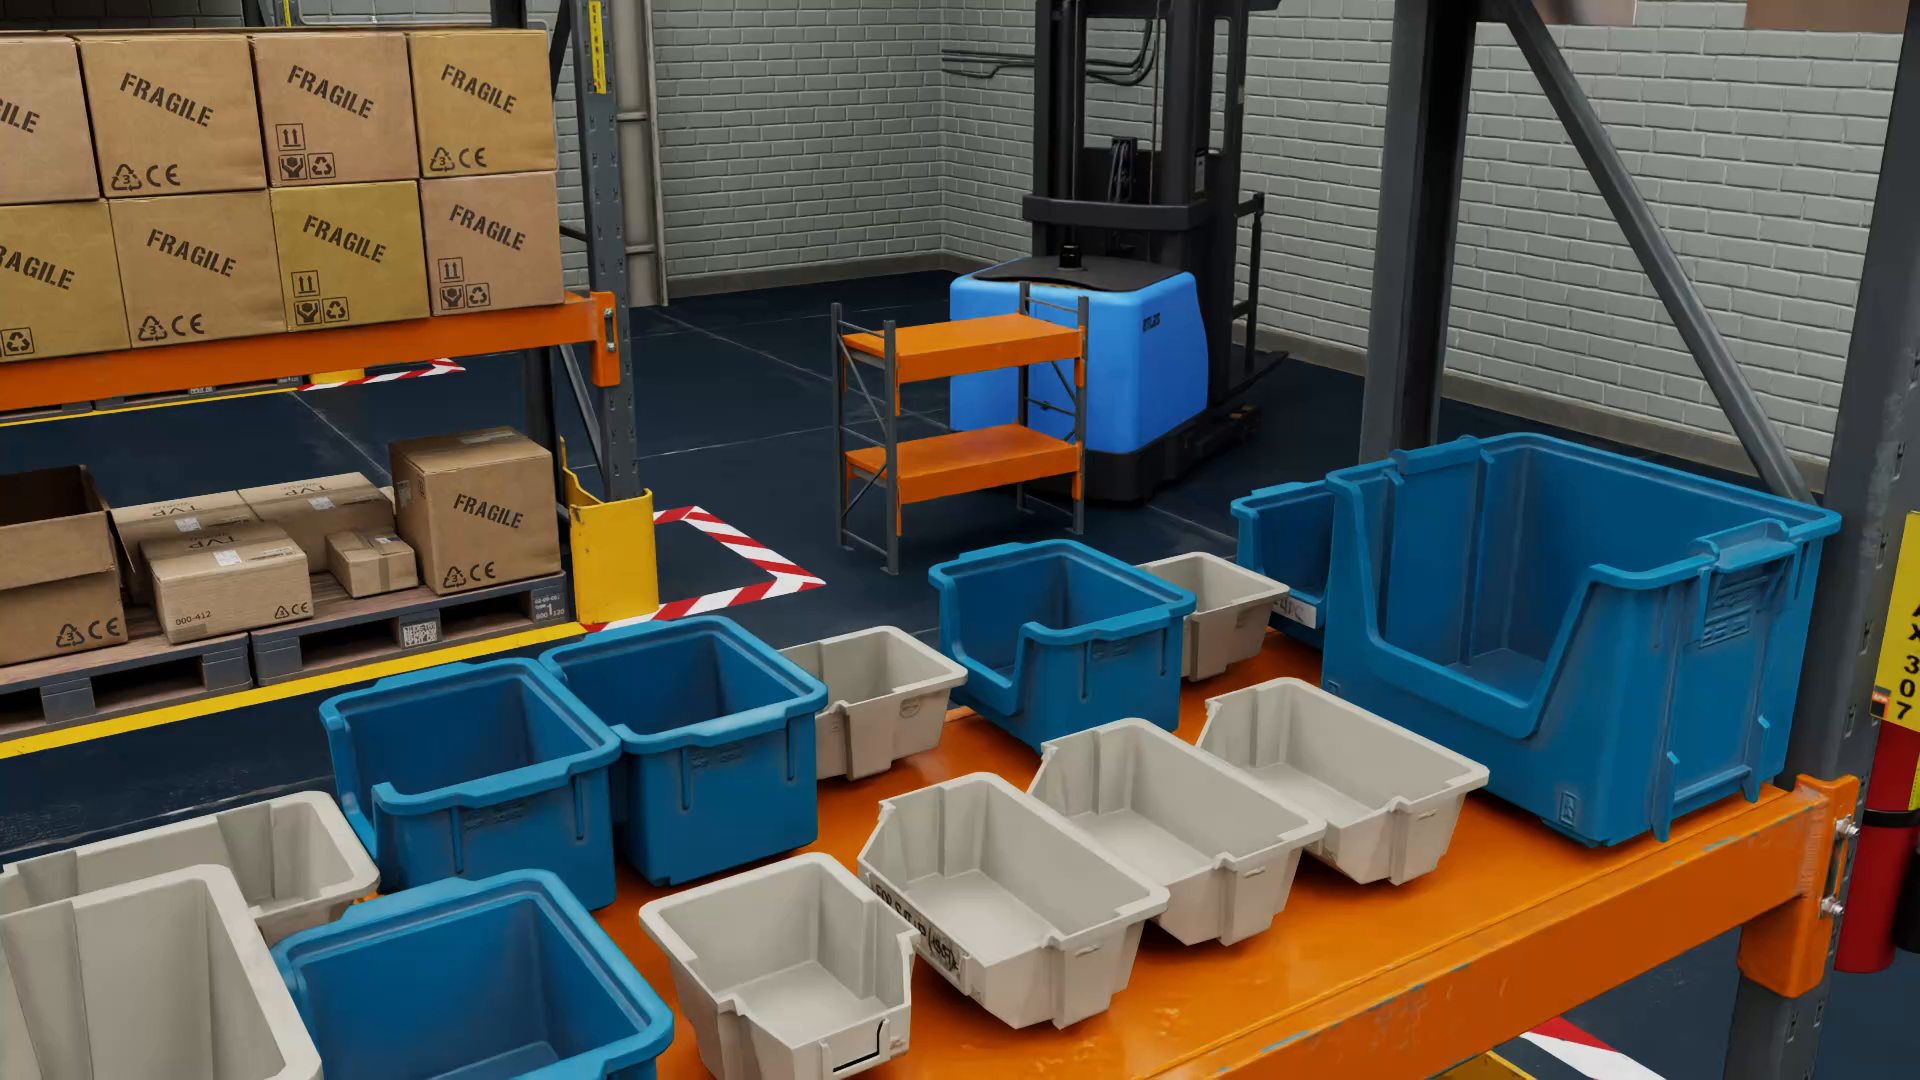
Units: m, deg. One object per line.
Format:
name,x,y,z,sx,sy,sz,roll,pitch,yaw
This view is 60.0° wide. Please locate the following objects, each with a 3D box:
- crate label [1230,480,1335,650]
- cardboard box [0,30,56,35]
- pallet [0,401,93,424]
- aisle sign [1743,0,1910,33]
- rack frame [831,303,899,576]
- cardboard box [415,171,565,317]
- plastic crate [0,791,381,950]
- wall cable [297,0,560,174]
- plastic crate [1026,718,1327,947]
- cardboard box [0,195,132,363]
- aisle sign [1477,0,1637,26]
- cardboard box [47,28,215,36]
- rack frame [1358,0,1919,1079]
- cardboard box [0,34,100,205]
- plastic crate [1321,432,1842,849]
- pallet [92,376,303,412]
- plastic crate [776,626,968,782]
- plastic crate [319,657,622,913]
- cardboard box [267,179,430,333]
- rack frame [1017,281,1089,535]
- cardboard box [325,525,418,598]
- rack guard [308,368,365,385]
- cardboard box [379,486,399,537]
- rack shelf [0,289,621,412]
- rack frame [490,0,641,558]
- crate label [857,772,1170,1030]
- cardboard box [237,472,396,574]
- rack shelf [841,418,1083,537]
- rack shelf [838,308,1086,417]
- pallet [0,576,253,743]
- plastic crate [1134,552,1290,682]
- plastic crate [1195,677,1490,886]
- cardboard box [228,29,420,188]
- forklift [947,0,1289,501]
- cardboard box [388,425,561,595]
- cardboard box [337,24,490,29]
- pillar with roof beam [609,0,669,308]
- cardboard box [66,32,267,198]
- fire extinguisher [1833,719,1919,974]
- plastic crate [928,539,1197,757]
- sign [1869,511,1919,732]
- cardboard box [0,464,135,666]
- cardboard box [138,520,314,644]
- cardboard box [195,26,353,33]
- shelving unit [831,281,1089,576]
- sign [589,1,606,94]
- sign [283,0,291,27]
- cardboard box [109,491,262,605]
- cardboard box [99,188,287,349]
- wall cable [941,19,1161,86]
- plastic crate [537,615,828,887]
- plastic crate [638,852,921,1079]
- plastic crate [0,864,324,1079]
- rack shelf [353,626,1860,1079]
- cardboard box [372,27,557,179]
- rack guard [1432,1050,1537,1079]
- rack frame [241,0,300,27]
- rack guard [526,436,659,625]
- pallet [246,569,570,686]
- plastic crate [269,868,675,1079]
crate label,0.709,0.063,3.042,0.303,0.233,0.416,-12,22,-31
cardboard box,-3.417,-1.511,5.814,0.500,0.500,0.500,-12,22,-32
pallet,-5.995,-0.897,10.067,1.213,0.211,1.003,-12,22,-31
aisle sign,1.317,-1.109,2.282,0.004,0.787,0.394,-12,22,-31
rack frame,-0.419,-0.445,7.303,0.032,1.125,0.500,-12,22,-31
cardboard box,-1.849,-1.164,6.349,0.500,0.500,0.500,-11,22,-30
plastic crate,-0.956,0.471,1.986,0.466,0.136,0.293,-12,22,-31
wall cable,-3.803,-3.553,11.984,1.851,1.984,0.084,-12,22,-31
plastic crate,0.265,0.393,2.218,0.243,0.136,0.396,-12,22,-31
cardboard box,-3.121,-0.897,5.558,0.500,0.500,0.500,-12,22,-32
aisle sign,0.993,-1.267,2.749,0.004,0.787,0.394,-12,22,-31
cardboard box,-2.994,-1.601,6.080,0.500,0.500,0.500,-12,22,-31
rack frame,1.098,0.058,2.890,0.053,2.616,0.949,-12,22,-31
cardboard box,-3.126,-1.365,5.383,0.500,0.500,0.500,-11,22,-30
plastic crate,0.919,0.121,2.555,0.499,0.435,0.616,-12,22,-31
pallet,-4.977,-1.110,10.699,1.213,0.211,1.003,-12,22,-31
plastic crate,-0.171,0.263,2.602,0.298,0.136,0.250,-12,22,-31
plastic crate,-0.641,0.348,2.199,0.300,0.233,0.416,-12,22,-31
cardboard box,-2.281,-1.072,6.076,0.500,0.500,0.500,-12,22,-31
rack frame,0.430,-0.624,7.833,0.032,1.125,0.500,-12,22,-31
cardboard box,-2.331,0.074,6.579,0.250,0.166,0.380,-12,22,-31
rack guard,-4.332,-1.413,11.144,0.348,0.500,1.175,-12,22,-31
cardboard box,-2.373,-0.109,7.120,0.250,0.166,0.380,-12,22,-31
rack shelf,-3.295,-0.576,5.887,4.000,0.370,1.077,-12,22,-31
rack frame,-1.625,-1.269,6.814,0.127,3.000,1.000,-12,22,-31
crate label,0.045,0.448,2.053,0.243,0.136,0.396,-12,22,-31
cardboard box,-2.653,-0.066,6.864,0.500,0.250,0.500,-12,22,-31
rack shelf,0.006,-0.302,7.646,1.000,0.278,0.538,-12,22,-31
rack shelf,0.006,-0.811,7.474,1.000,0.278,0.538,-12,22,-31
pallet,-3.372,0.420,6.173,1.213,0.211,1.003,-12,22,-31
plastic crate,0.395,0.143,2.955,0.298,0.136,0.250,-12,22,-31
plastic crate,0.515,0.346,2.357,0.243,0.136,0.396,-12,22,-31
cardboard box,-2.267,-1.548,5.924,0.500,0.500,0.500,-11,22,-30
forklift,1.080,-2.001,9.087,1.130,2.935,3.031,10,21,27
cardboard box,-1.944,-0.131,6.665,0.500,0.500,0.500,-12,22,-31
cardboard box,-2.141,-1.782,6.615,0.500,0.500,0.500,-11,22,-30
pillar with roof beam,-0.206,-4.990,8.455,0.400,9.000,9.100,-12,22,-31
cardboard box,-2.697,-1.456,5.650,0.500,0.500,0.500,-11,22,-30
fire extinguisher,1.472,0.365,2.684,0.183,0.674,0.296,-12,22,-31
plastic crate,0.159,0.179,2.699,0.300,0.233,0.416,-12,22,-31
sign,1.412,0.124,2.440,0.005,0.325,0.100,-12,22,-31
cardboard box,-3.399,0.078,6.042,0.637,0.503,0.797,-12,22,-31
cardboard box,-2.754,0.147,6.234,0.500,0.250,0.500,-12,22,-31
cardboard box,-2.573,-1.688,6.337,0.500,0.500,0.500,-12,22,-31
shelving unit,0.006,-0.534,7.568,1.048,1.125,0.538,-12,22,-31
sign,-1.337,-1.815,6.128,0.005,0.325,0.100,-12,22,-31
sign,-4.066,-3.106,10.071,0.005,0.325,0.100,-12,22,-31
cardboard box,-3.070,0.022,6.604,0.500,0.250,0.500,-12,22,-31
cardboard box,-2.700,-0.986,5.820,0.500,0.500,0.500,-12,22,-31
wall cable,0.568,-4.865,12.932,0.112,2.526,3.097,-12,22,-31
plastic crate,-0.391,0.295,2.356,0.300,0.233,0.416,-12,22,-31
plastic crate,-0.192,0.505,1.884,0.250,0.136,0.298,-12,22,-31
plastic crate,-0.868,0.570,1.468,0.530,0.282,0.437,-12,22,-31
rack shelf,-0.574,0.750,1.966,4.000,0.370,1.077,-12,22,-31
cardboard box,-1.845,-1.638,6.188,0.500,0.500,0.500,-12,22,-32
rack guard,1.109,1.233,3.316,0.348,0.500,1.175,-12,22,-31
rack frame,-4.353,-2.593,10.731,0.127,3.000,1.000,-12,22,-31
rack guard,-1.688,-0.071,7.174,0.348,0.500,1.175,-12,22,-31
pallet,-2.354,0.207,6.805,1.213,0.211,1.003,-12,22,-31
plastic crate,-0.478,0.538,1.637,0.300,0.233,0.416,-12,22,-31
